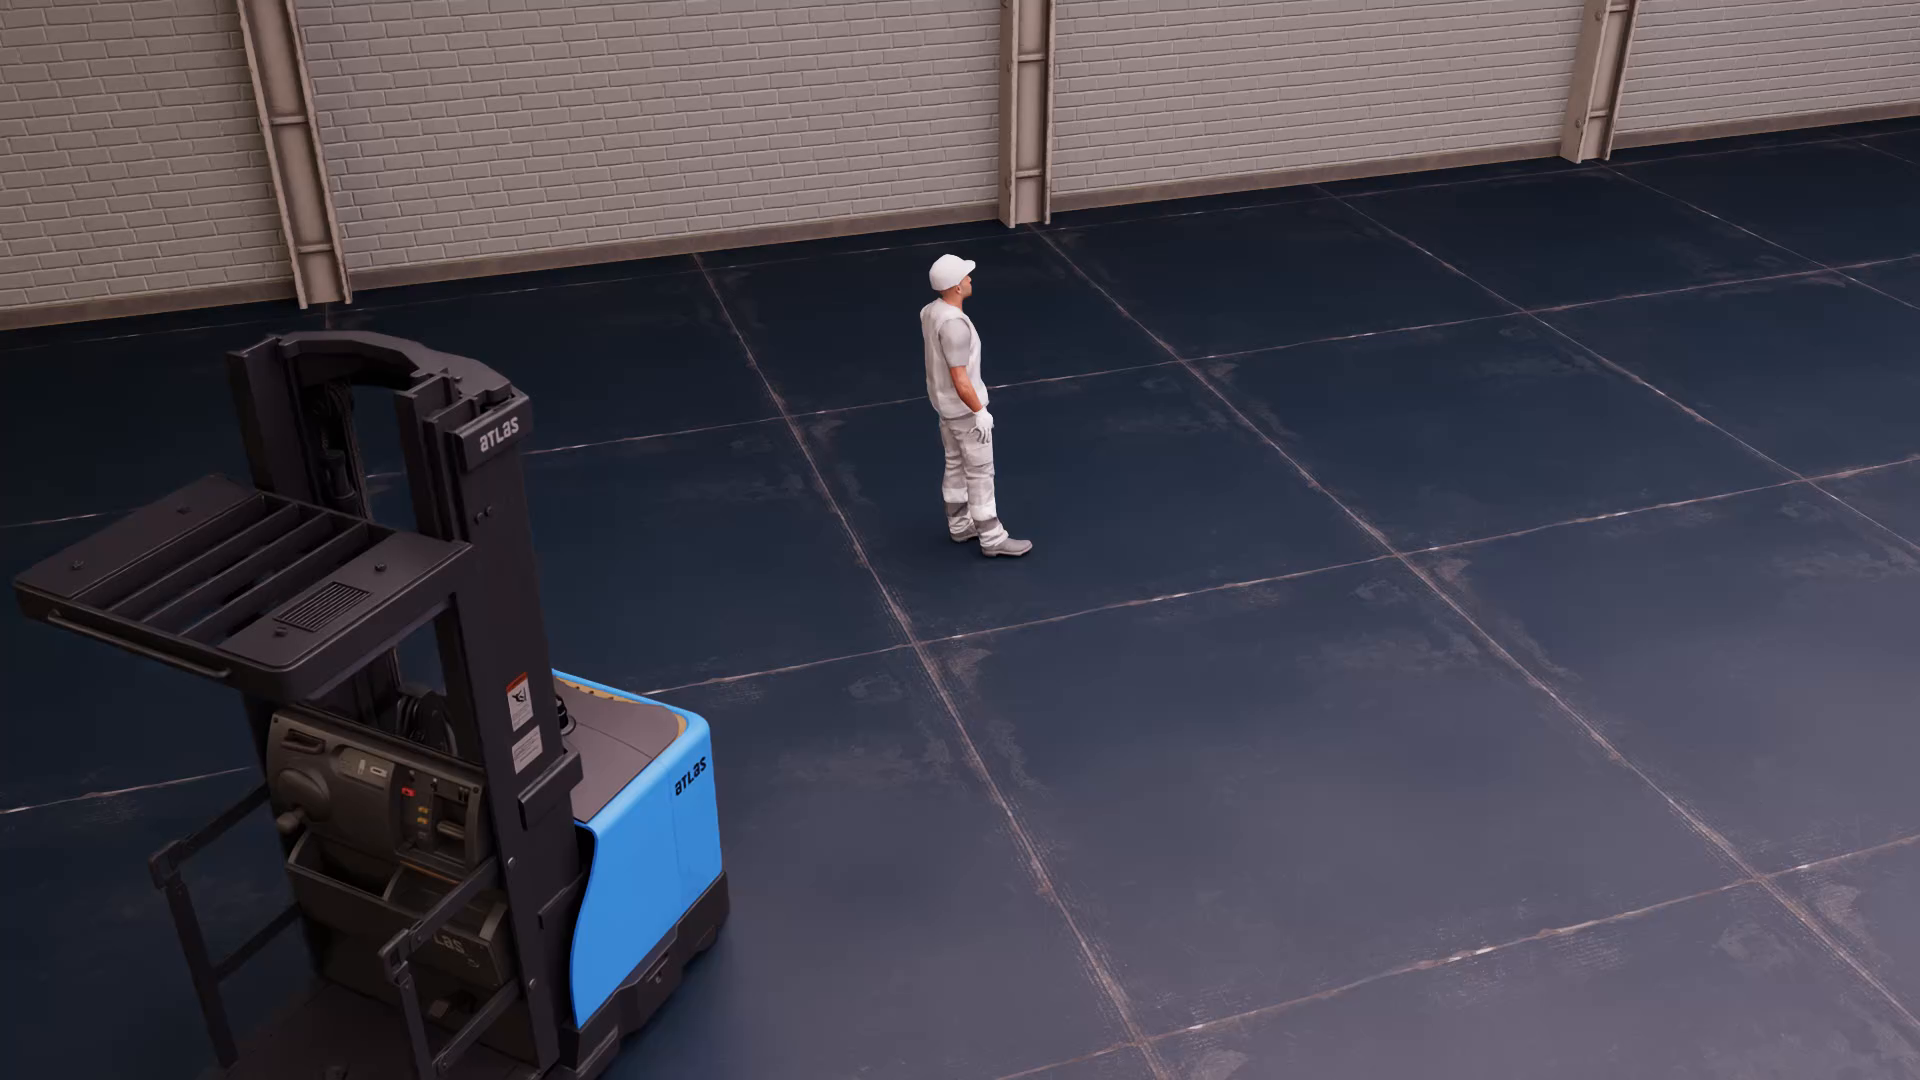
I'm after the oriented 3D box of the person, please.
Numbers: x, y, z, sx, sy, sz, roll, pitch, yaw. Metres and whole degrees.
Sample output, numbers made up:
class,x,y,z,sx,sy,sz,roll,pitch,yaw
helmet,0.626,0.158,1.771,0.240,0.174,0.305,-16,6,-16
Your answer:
class,x,y,z,sx,sy,sz,roll,pitch,yaw
person,0.080,-0.789,9.588,0.564,1.787,0.637,-10,31,-16

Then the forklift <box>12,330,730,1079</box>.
class,x,y,z,sx,sy,sz,roll,pitch,yaw
forklift,-2.085,0.921,5.486,1.130,2.935,3.031,14,33,22
